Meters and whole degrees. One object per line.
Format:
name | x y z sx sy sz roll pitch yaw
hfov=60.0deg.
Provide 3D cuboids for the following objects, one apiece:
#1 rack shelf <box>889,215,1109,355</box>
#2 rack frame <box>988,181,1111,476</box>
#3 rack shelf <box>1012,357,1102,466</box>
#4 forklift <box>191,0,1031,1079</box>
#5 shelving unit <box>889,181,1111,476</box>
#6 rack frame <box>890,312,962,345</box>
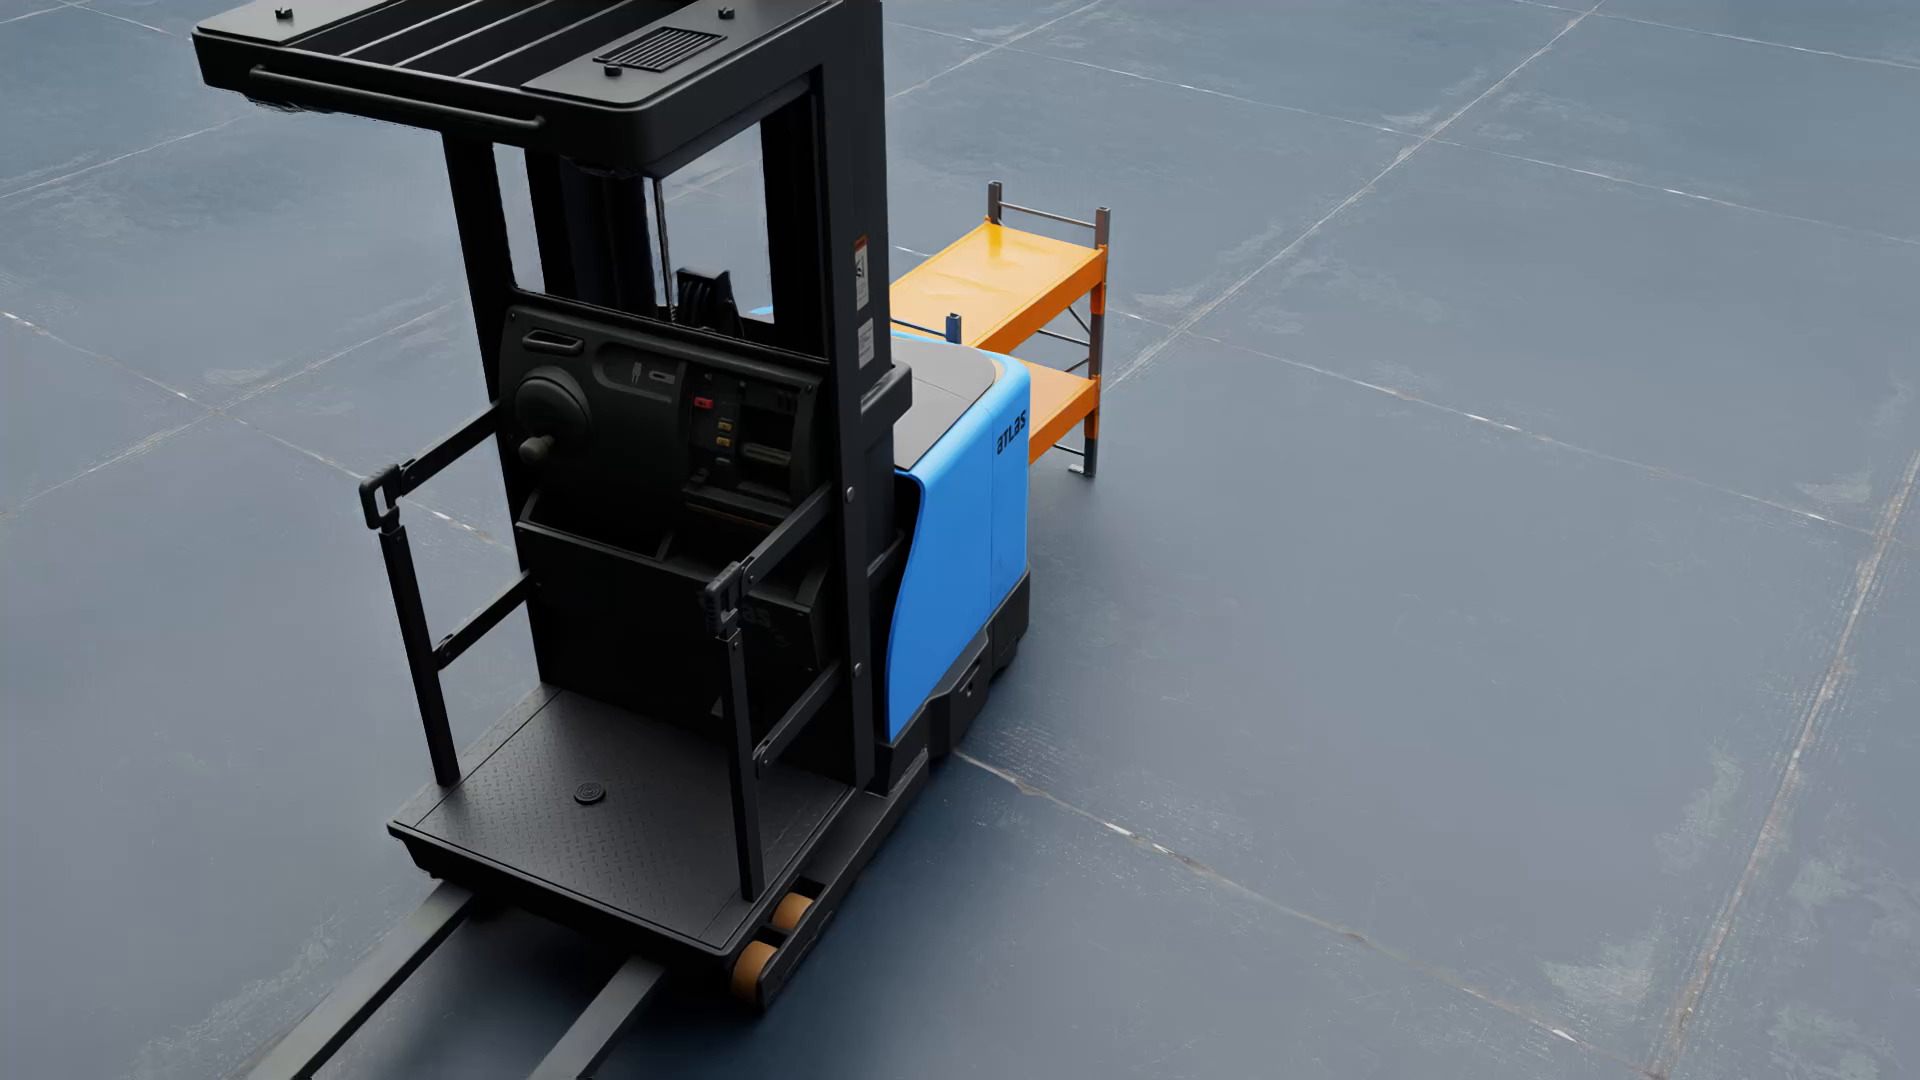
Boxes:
rack shelf | 0.056 -0.802 5.909 0.538 0.278 1.000 19 39 26
rack frame | 0.325 -0.801 6.430 0.500 1.125 0.032 19 39 26
rack shelf | 0.056 -0.357 6.210 0.538 0.278 1.000 19 39 26
forklift | -0.860 -0.262 4.020 1.130 2.935 3.031 15 37 21
shelving unit | 0.056 -0.560 6.073 0.538 1.125 1.048 19 39 26
rack frame | -0.214 -0.318 5.716 0.500 1.125 0.032 19 39 26
